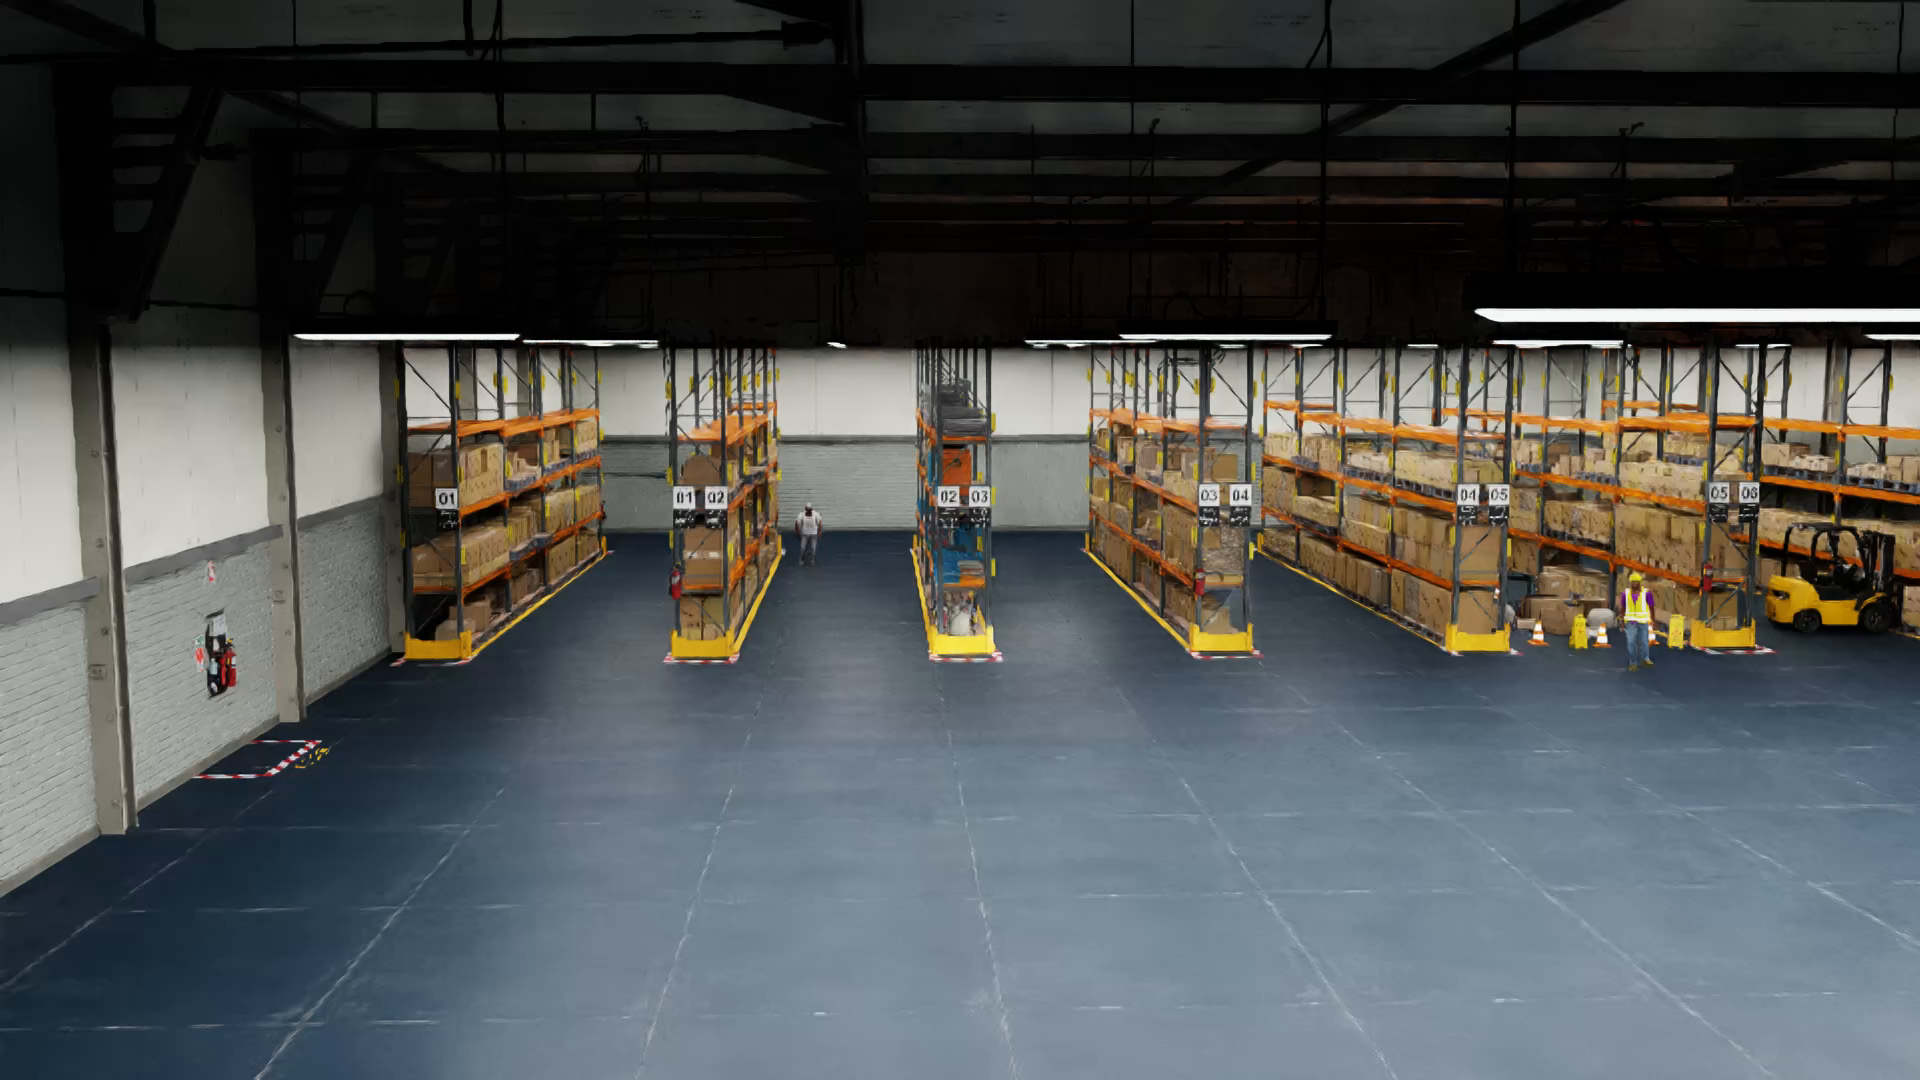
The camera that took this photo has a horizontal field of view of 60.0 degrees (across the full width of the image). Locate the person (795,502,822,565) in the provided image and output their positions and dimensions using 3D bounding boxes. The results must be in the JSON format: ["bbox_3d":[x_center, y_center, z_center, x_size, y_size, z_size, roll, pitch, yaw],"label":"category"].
[{"bbox_3d":[-4.048,-0.172,44.495,0.719,1.714,0.578,-1,7,-5],"label":"person"}]

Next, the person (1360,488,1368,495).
[{"bbox_3d":[11.542,-0.597,47.687,0.582,1.780,0.772,-1,7,-7],"label":"person"}]

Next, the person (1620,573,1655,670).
[{"bbox_3d":[12.225,1.456,29.983,0.609,1.753,0.580,4,8,32],"label":"person"}]

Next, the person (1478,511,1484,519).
[{"bbox_3d":[12.997,0.116,41.734,0.592,1.719,0.668,2,7,17],"label":"person"}]
